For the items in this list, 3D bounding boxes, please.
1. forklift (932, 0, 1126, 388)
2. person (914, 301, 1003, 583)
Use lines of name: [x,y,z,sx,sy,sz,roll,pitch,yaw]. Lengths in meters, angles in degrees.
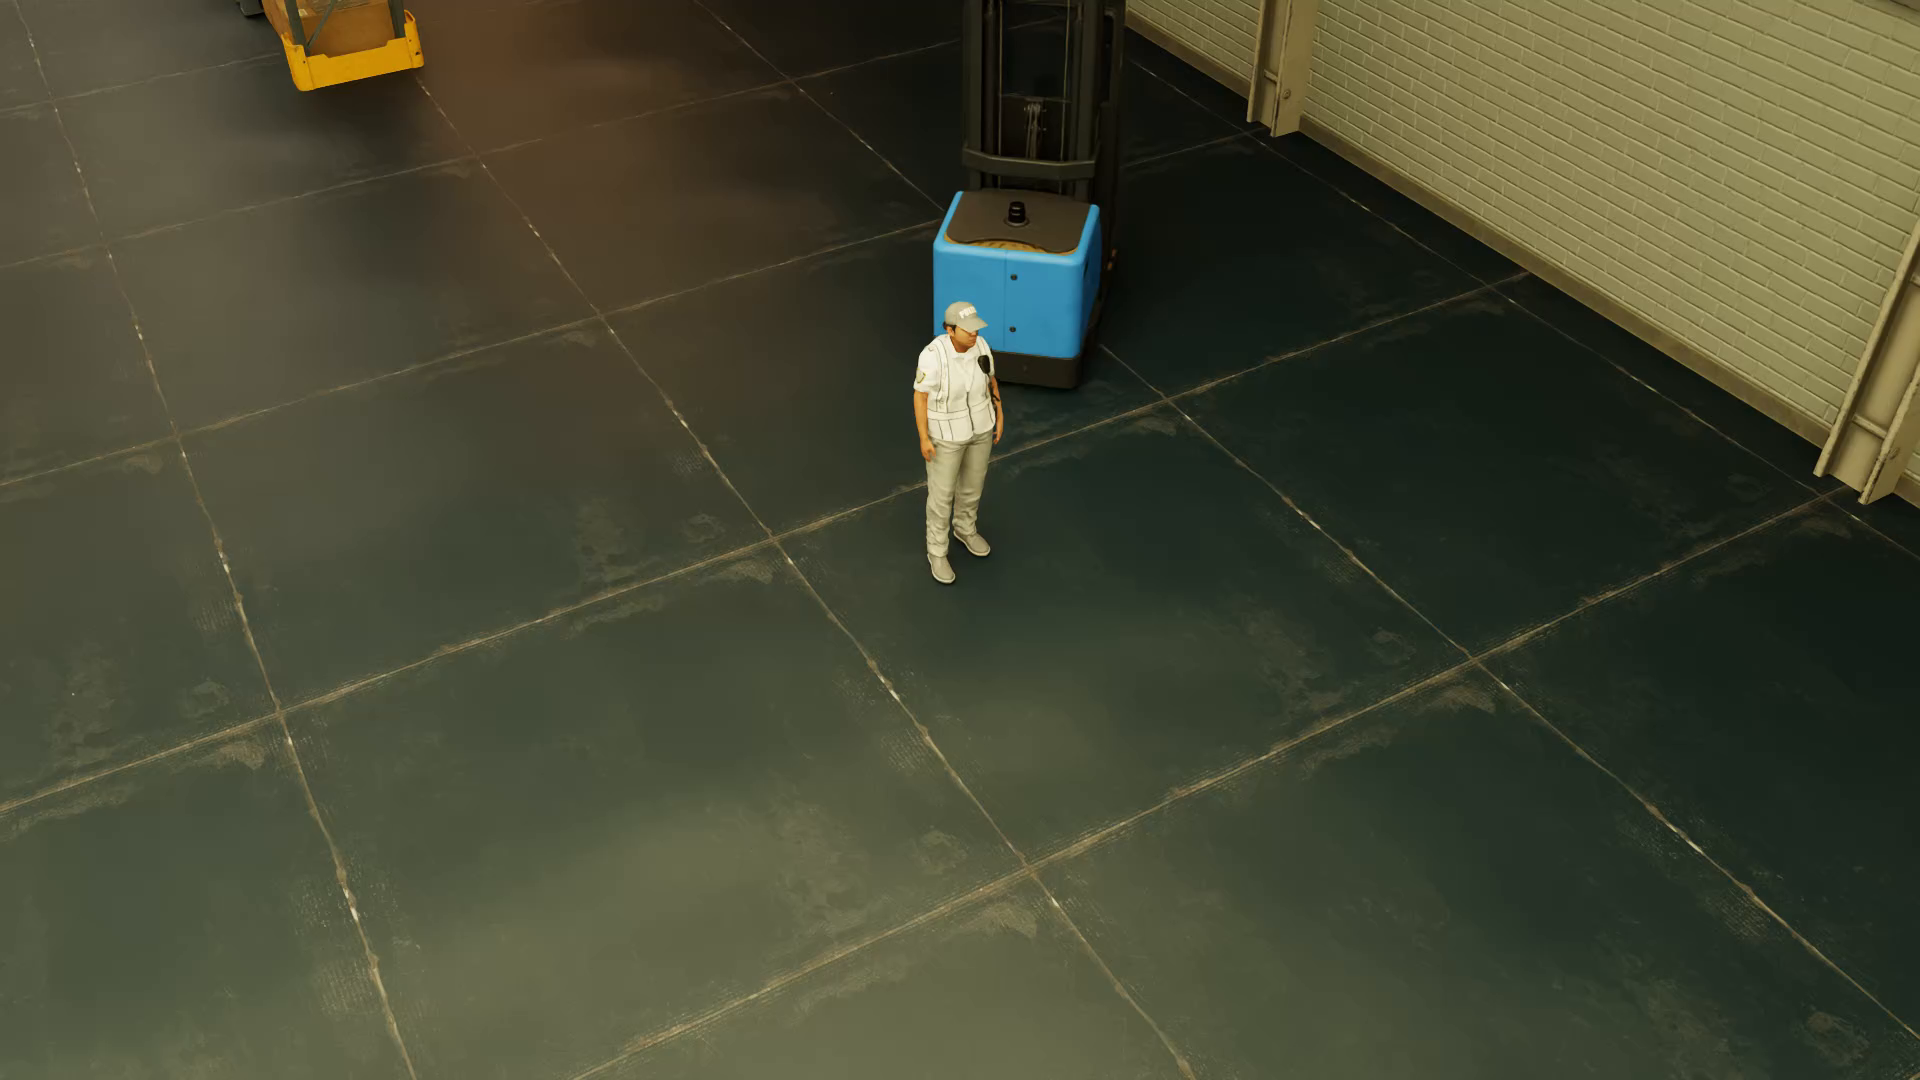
forklift: [0.613,-3.120,11.798,1.130,2.935,3.031,8,40,9]
person: [0.019,-0.598,9.735,0.598,1.670,0.529,-20,44,-23]
